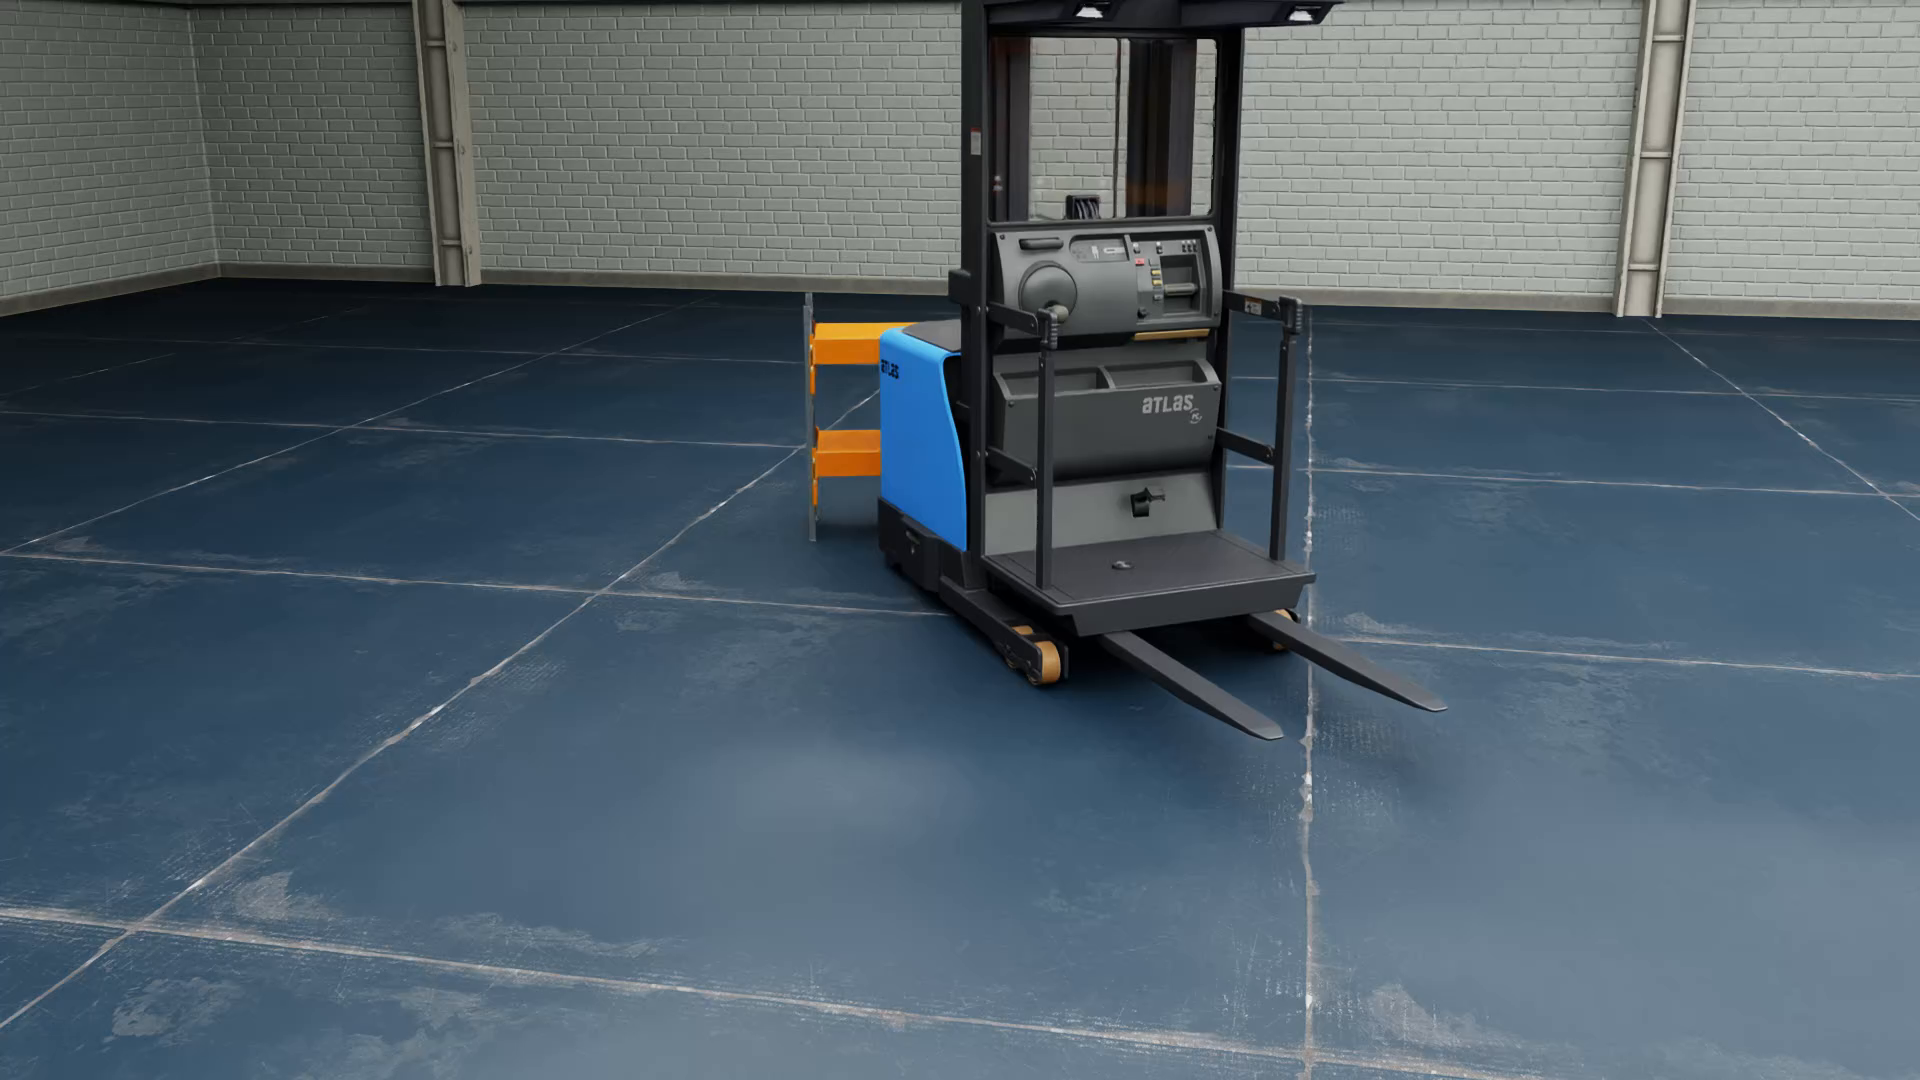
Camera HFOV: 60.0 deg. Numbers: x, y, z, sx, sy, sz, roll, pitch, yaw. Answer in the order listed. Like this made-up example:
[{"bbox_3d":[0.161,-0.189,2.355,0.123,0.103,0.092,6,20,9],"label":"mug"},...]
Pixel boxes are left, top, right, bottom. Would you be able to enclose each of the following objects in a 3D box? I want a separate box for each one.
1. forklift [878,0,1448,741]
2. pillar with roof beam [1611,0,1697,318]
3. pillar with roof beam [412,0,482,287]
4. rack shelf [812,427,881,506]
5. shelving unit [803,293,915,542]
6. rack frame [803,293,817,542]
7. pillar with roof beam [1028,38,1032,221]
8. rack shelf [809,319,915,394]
[{"bbox_3d":[0.657,-1.007,6.136,1.130,2.935,3.031,-6,17,-22],"label":"forklift"},{"bbox_3d":[5.498,-5.328,10.368,0.400,9.000,9.100,3,16,11],"label":"pillar with roof beam"},{"bbox_3d":[-6.261,-5.966,12.673,0.400,9.000,9.100,3,16,11],"label":"pillar with roof beam"},{"bbox_3d":[-0.217,-0.375,8.154,1.000,0.278,0.538,-1,16,-4],"label":"rack shelf"},{"bbox_3d":[-0.217,-0.610,8.089,1.048,1.125,0.538,-1,16,-4],"label":"shelving unit"},{"bbox_3d":[-0.724,-0.601,8.056,0.032,1.125,0.500,-1,16,-4],"label":"rack frame"},{"bbox_3d":[-0.381,-5.647,11.520,0.400,9.000,9.100,3,16,11],"label":"pillar with roof beam"},{"bbox_3d":[-0.217,-0.893,8.011,1.000,0.278,0.538,-1,16,-4],"label":"rack shelf"}]
